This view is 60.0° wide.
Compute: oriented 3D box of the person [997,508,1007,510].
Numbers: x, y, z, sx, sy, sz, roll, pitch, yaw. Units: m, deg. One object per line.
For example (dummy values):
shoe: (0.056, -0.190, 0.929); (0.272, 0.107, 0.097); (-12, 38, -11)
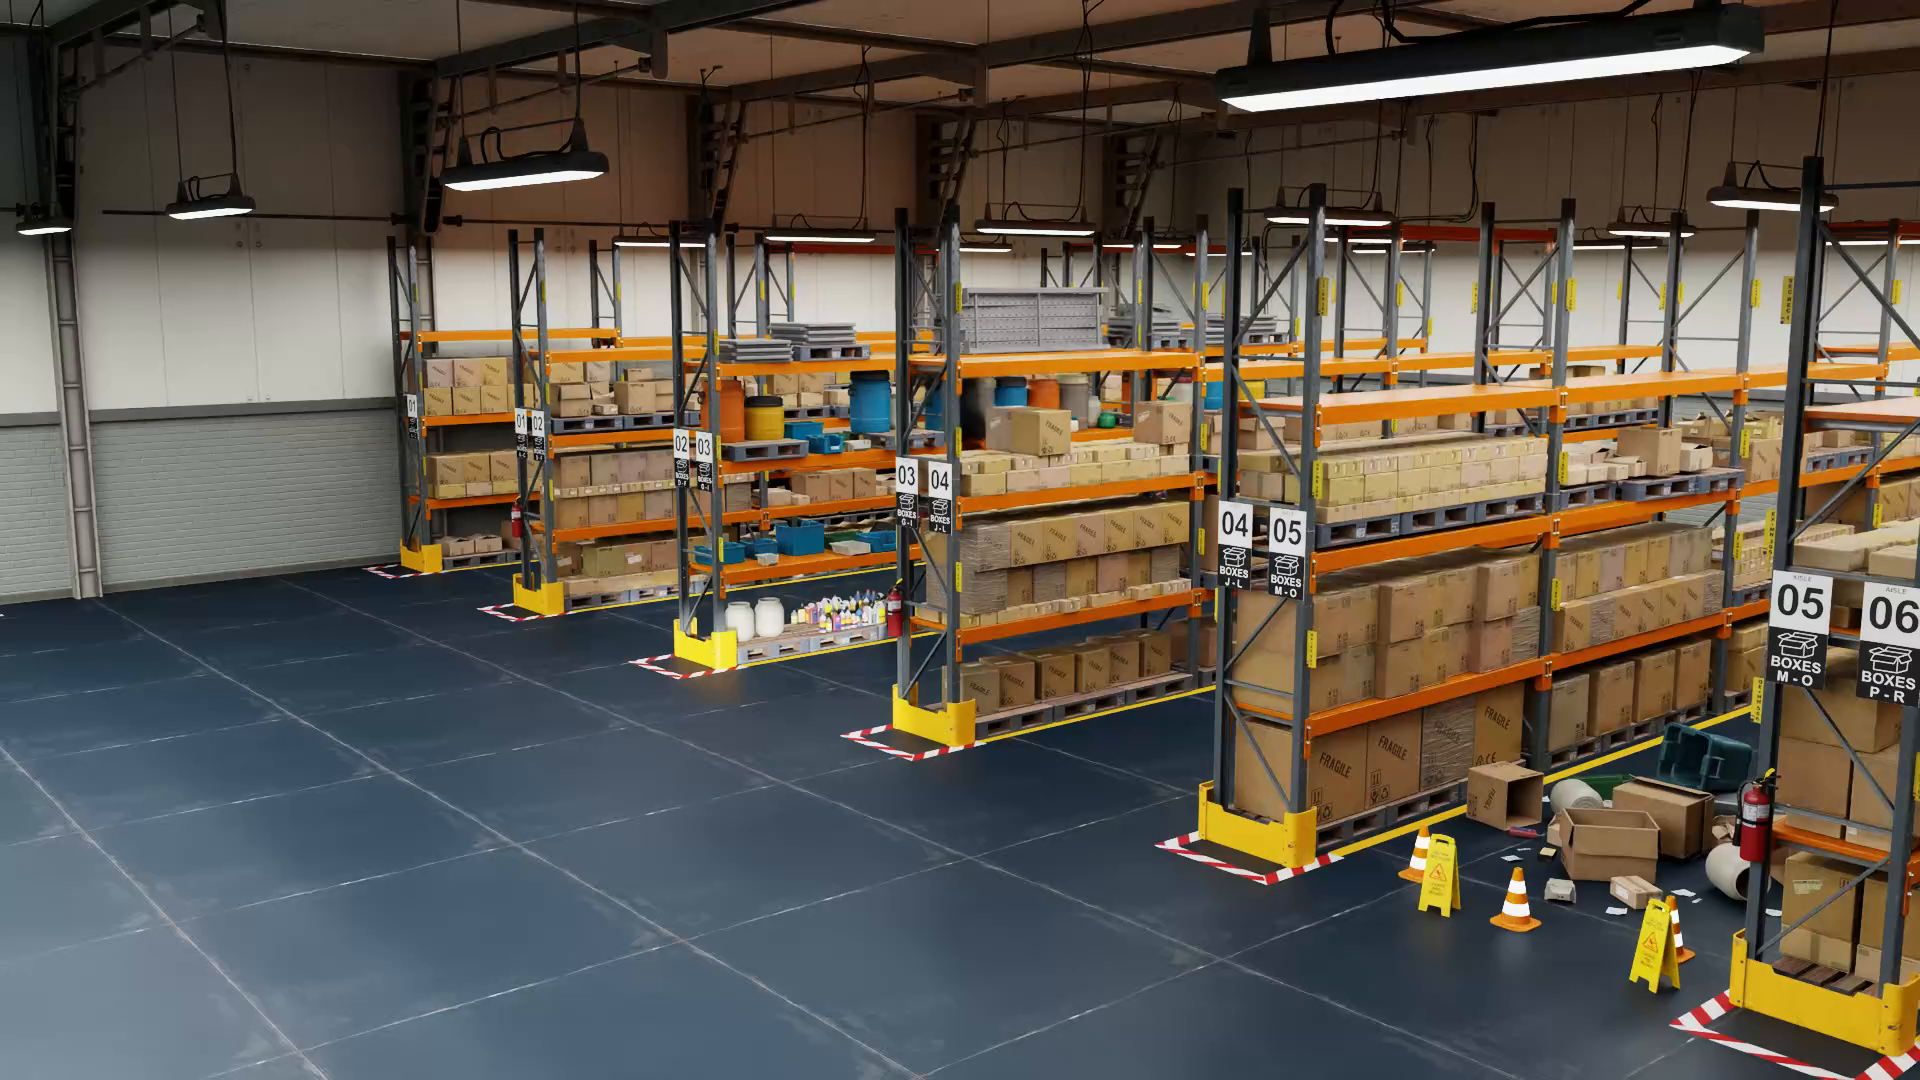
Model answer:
person: (0.897, -0.259, 29.924); (0.667, 1.418, 0.593); (-8, 12, -44)

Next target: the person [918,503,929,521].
person: (-0.715, -1.023, 34.711); (0.712, 1.775, 1.187); (8, 12, 42)

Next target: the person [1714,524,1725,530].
person: (11.261, 0.579, 24.612); (0.899, 1.688, 0.599); (-7, 11, -37)
